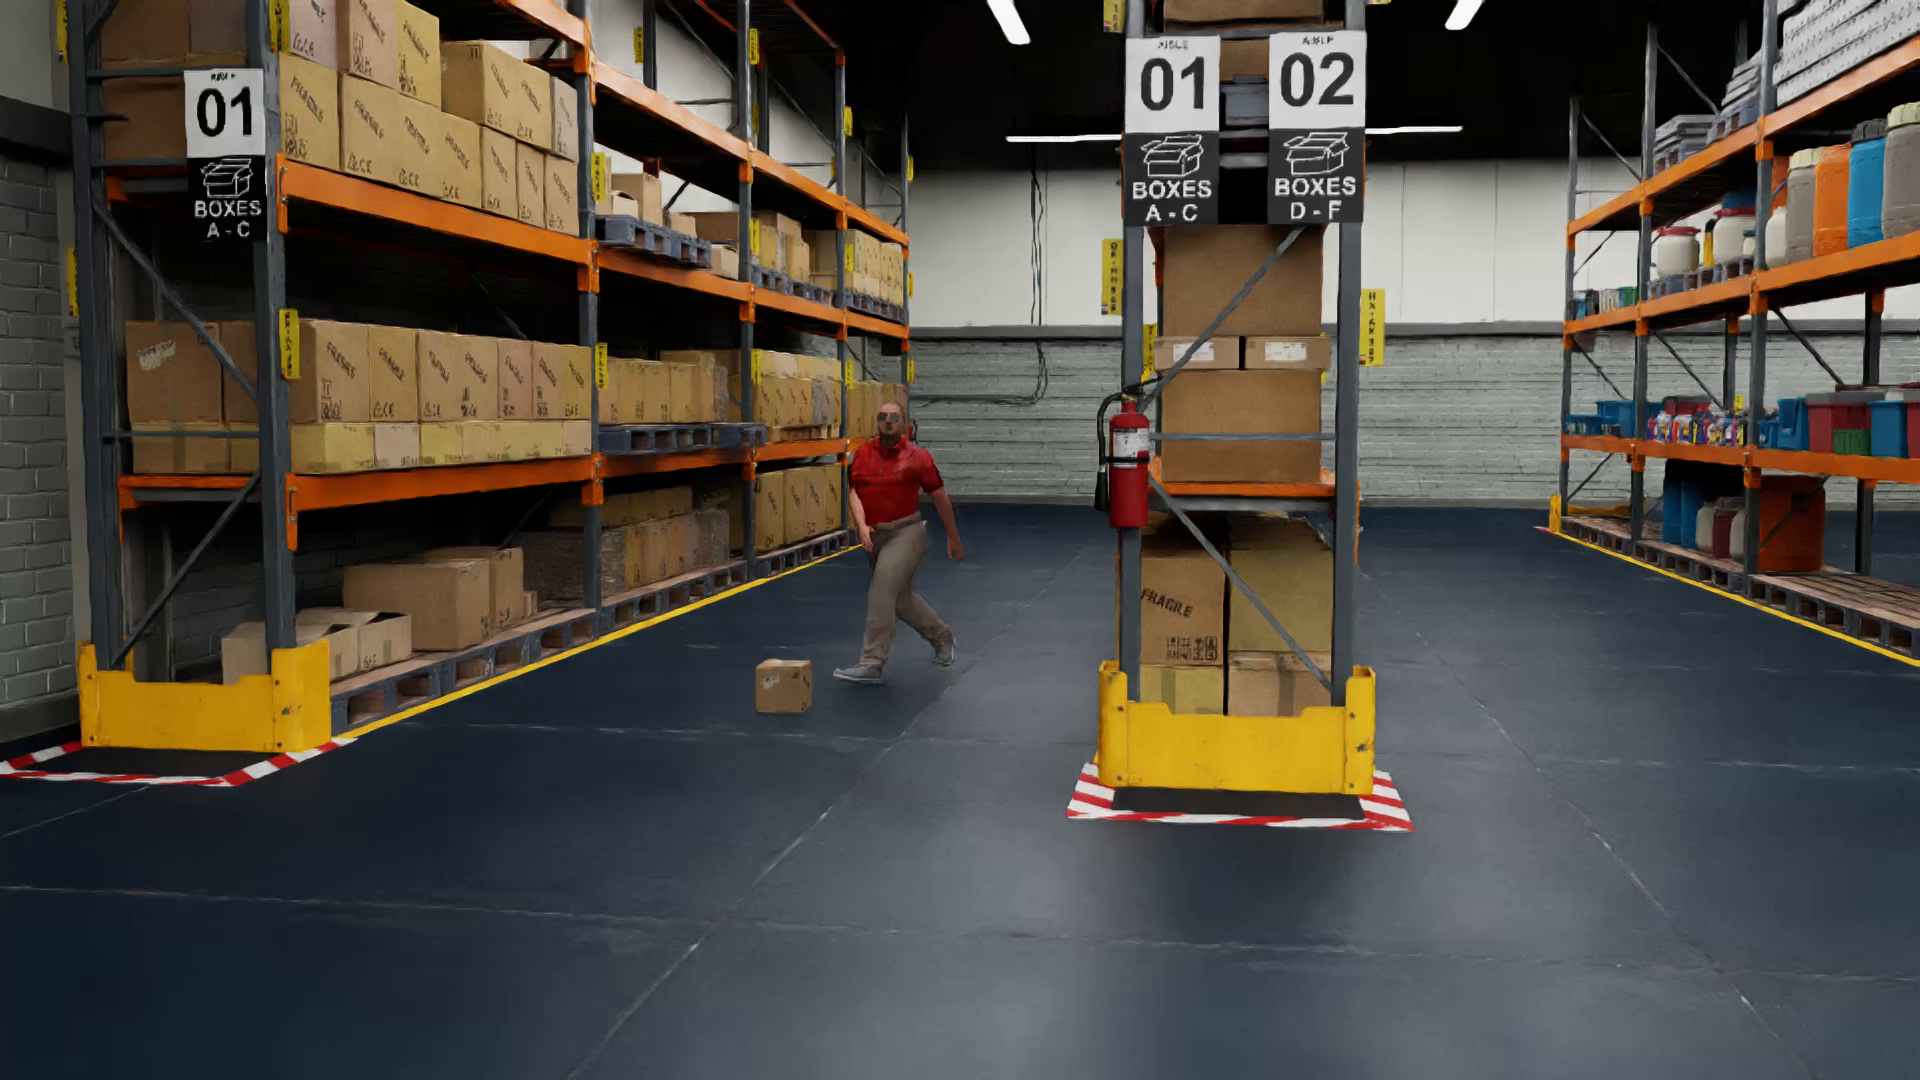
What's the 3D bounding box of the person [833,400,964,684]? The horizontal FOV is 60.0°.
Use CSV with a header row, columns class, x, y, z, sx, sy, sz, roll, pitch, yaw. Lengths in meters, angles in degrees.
class,x,y,z,sx,sy,sz,roll,pitch,yaw
person,-0.365,0.000,9.971,0.519,1.673,1.022,4,6,39
